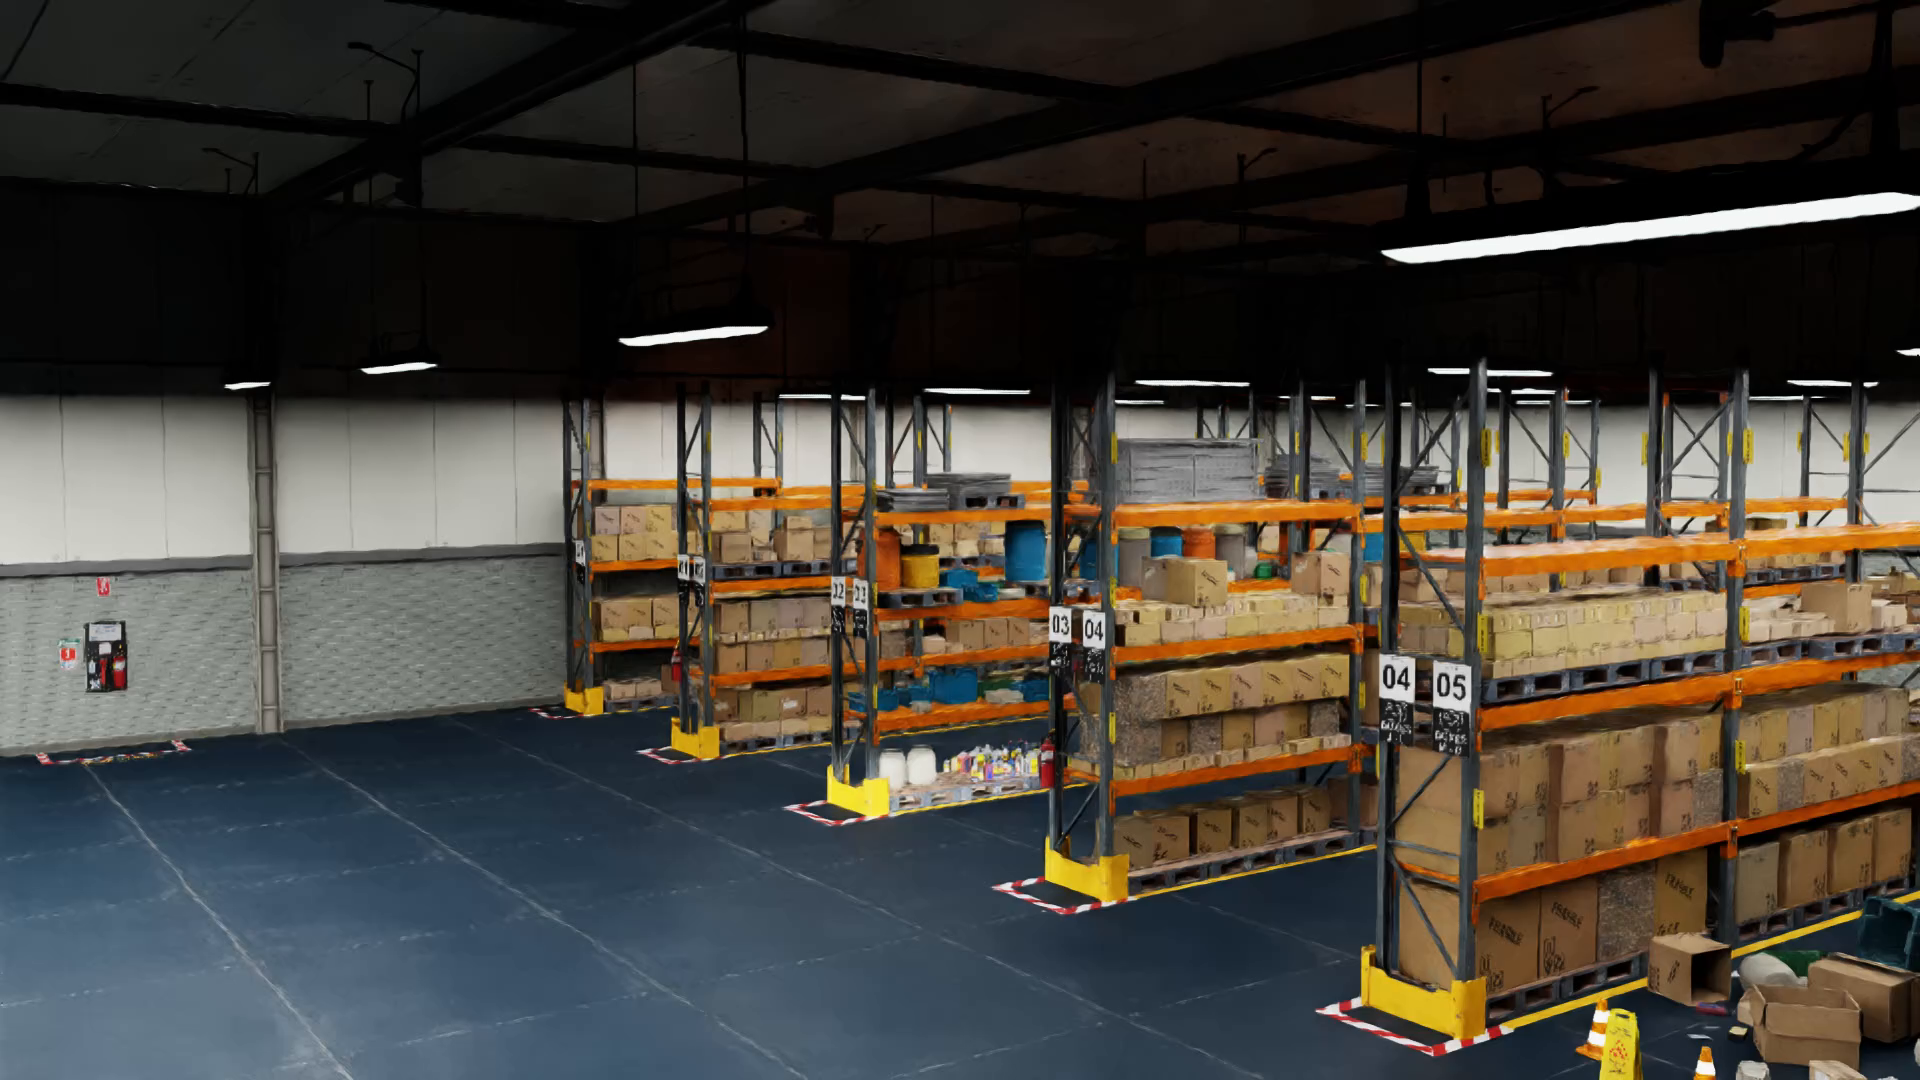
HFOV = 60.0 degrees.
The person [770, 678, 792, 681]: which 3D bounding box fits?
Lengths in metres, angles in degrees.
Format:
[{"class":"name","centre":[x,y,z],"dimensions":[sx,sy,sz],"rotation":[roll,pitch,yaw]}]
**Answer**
[{"class":"person","centre":[-3.243,2.398,29.590],"dimensions":[1.194,1.698,0.598],"rotation":[-2,4,-32]}]
